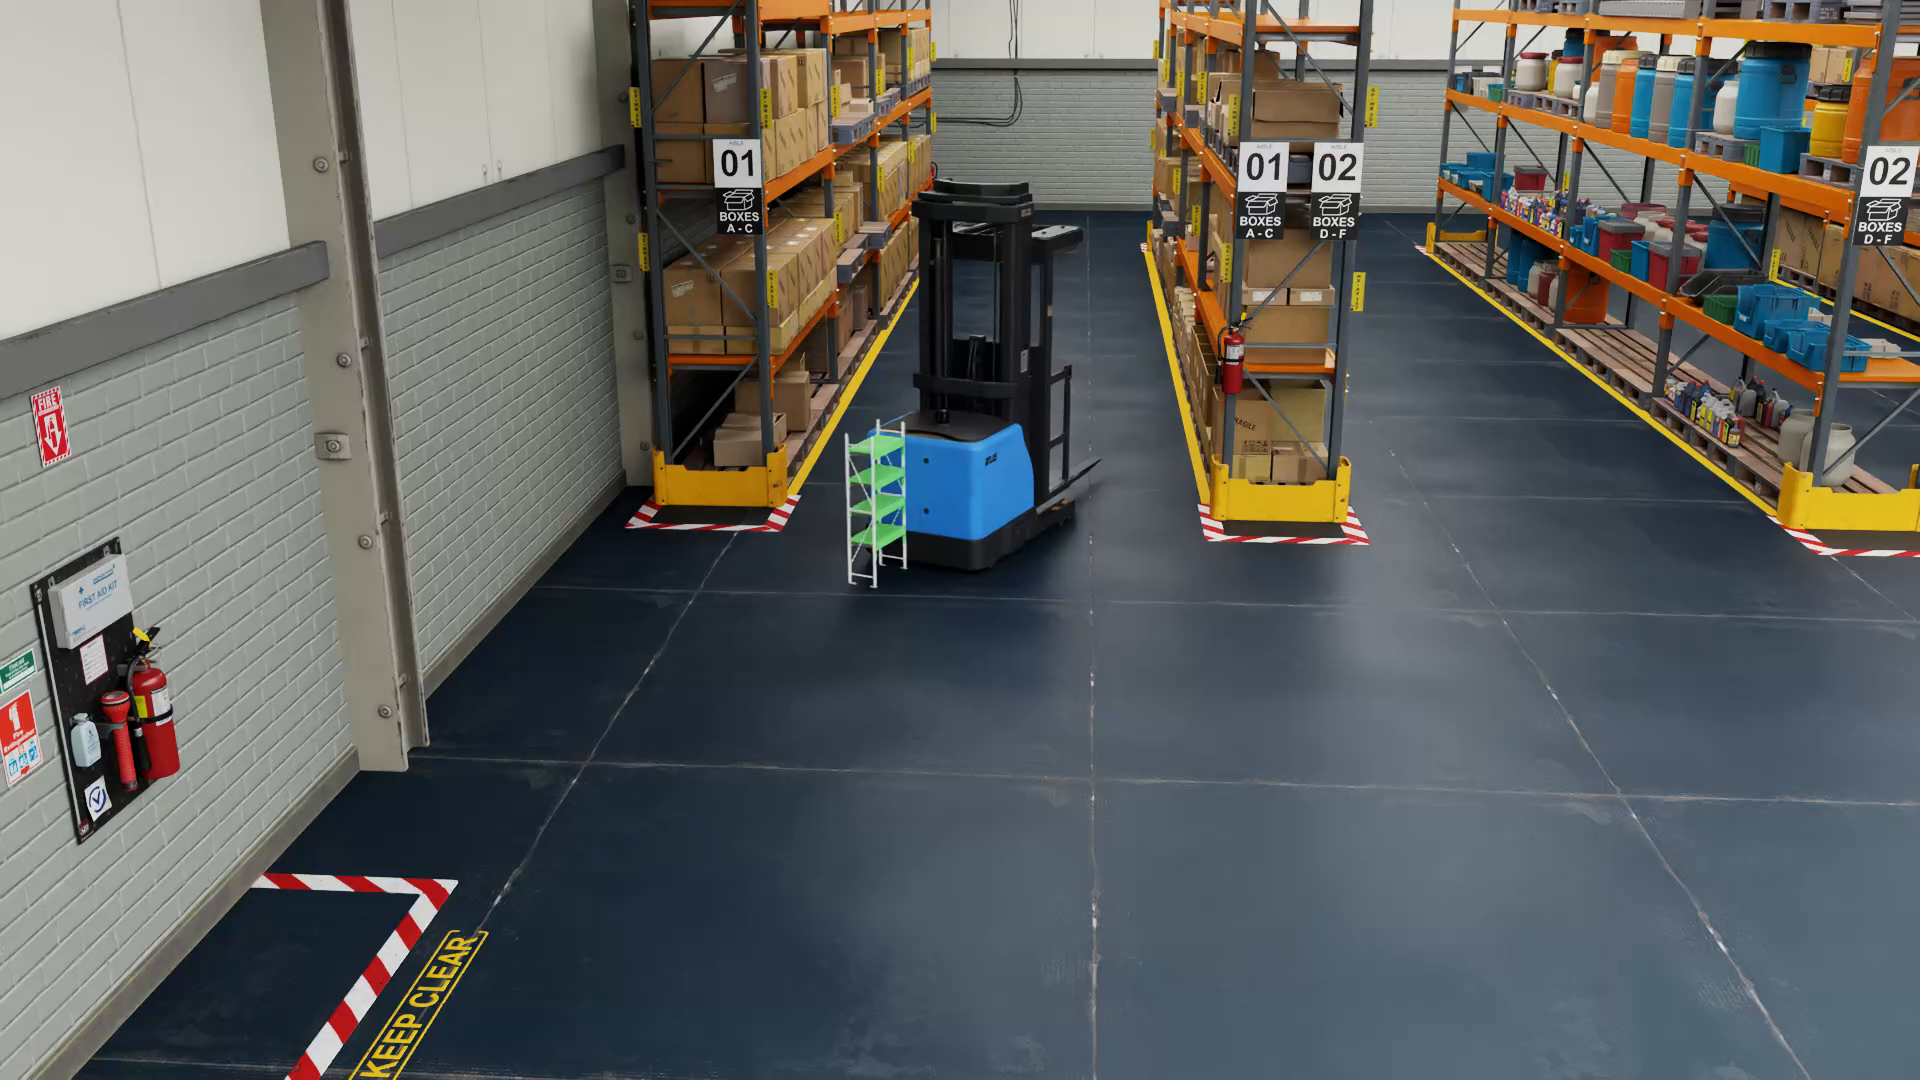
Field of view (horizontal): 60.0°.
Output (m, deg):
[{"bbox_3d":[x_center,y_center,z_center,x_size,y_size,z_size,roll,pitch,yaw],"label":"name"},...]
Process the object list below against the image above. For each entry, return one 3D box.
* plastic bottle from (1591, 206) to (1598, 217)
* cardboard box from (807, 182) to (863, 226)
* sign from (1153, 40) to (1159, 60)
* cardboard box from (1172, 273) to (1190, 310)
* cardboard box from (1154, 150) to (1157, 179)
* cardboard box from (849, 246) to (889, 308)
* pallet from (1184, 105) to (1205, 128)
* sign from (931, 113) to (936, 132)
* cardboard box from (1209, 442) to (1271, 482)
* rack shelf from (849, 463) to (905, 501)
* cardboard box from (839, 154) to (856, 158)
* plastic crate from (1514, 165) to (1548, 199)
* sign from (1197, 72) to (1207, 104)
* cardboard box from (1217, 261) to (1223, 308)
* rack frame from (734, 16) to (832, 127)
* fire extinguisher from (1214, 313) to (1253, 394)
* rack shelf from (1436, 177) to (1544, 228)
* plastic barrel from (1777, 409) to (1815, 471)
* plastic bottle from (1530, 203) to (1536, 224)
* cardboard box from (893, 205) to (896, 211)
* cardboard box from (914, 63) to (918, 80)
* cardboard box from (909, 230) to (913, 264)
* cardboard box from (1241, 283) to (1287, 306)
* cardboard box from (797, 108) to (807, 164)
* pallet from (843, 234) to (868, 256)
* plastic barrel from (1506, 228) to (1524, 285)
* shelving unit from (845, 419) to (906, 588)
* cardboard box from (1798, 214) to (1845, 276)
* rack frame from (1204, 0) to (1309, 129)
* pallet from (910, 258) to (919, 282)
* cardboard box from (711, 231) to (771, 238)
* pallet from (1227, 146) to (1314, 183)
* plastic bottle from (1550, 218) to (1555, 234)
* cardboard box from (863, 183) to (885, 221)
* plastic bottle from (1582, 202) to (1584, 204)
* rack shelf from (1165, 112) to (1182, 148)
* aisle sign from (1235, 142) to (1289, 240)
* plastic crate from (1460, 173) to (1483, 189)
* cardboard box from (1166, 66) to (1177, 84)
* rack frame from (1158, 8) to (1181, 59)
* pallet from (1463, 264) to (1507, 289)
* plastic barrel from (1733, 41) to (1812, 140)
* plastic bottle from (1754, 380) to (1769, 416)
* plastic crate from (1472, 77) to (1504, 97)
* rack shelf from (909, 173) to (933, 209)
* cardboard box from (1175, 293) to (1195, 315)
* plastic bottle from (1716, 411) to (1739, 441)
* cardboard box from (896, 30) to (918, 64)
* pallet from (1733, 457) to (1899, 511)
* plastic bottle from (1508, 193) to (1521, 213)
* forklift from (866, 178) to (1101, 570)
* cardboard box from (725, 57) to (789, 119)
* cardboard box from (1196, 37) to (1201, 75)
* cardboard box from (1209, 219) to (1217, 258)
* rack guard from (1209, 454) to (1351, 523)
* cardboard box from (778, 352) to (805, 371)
[{"bbox_3d":[8.769,-4.480,22.985,0.097,0.271,0.097,0,18,0],"label":"plastic bottle"},{"bbox_3d":[-1.608,-4.352,21.519,0.700,0.500,0.500,-1,18,-3],"label":"cardboard box"},{"bbox_3d":[3.389,-8.469,28.732,0.100,0.325,0.005,1,18,4],"label":"sign"},{"bbox_3d":[3.190,-3.449,22.939,0.500,0.500,0.500,2,18,6],"label":"cardboard box"},{"bbox_3d":[3.636,-6.532,28.880,0.500,0.500,0.500,2,18,5],"label":"cardboard box"},{"bbox_3d":[-1.400,-3.645,23.007,0.750,0.750,0.750,1,18,3],"label":"cardboard box"},{"bbox_3d":[3.398,-5.255,20.629,1.213,0.211,1.003,2,18,6],"label":"pallet"},{"bbox_3d":[-0.470,-7.372,29.365,0.100,0.325,0.005,1,18,4],"label":"sign"},{"bbox_3d":[2.527,-0.713,15.024,0.500,0.250,0.500,1,18,4],"label":"cardboard box"},{"bbox_3d":[-0.647,-0.452,12.805,0.258,0.148,0.480,9,20,25],"label":"rack shelf"},{"bbox_3d":[-1.729,-5.263,23.292,0.500,0.250,0.500,1,18,3],"label":"cardboard box"},{"bbox_3d":[8.898,-5.593,25.976,0.402,0.464,0.583,1,18,4],"label":"plastic crate"},{"bbox_3d":[2.528,-4.719,17.355,0.100,0.325,0.005,1,18,4],"label":"sign"},{"bbox_3d":[3.014,-2.635,16.987,0.700,0.500,0.500,1,18,3],"label":"cardboard box"},{"bbox_3d":[-1.871,-5.850,17.324,1.000,3.000,0.127,1,18,4],"label":"rack frame"},{"bbox_3d":[2.312,-1.584,14.065,0.296,0.674,0.183,1,18,4],"label":"fire extinguisher"},{"bbox_3d":[8.728,-5.542,27.174,1.077,0.370,4.000,1,18,4],"label":"rack shelf"},{"bbox_3d":[7.731,-0.915,15.218,0.421,0.512,0.421,0,18,0],"label":"plastic barrel"},{"bbox_3d":[8.006,-4.554,23.190,0.061,0.283,0.133,1,18,4],"label":"plastic bottle"},{"bbox_3d":[-1.141,-4.946,24.572,0.380,0.149,0.250,1,18,4],"label":"cardboard box"},{"bbox_3d":[-0.934,-7.451,26.435,0.500,0.250,0.500,1,18,3],"label":"cardboard box"},{"bbox_3d":[-1.141,-4.725,26.867,0.700,0.500,0.500,2,18,5],"label":"cardboard box"},{"bbox_3d":[2.621,-2.126,14.391,0.380,0.149,0.250,1,18,3],"label":"cardboard box"},{"bbox_3d":[-1.760,-3.832,15.789,0.500,0.500,0.500,2,18,7],"label":"cardboard box"},{"bbox_3d":[-1.685,-3.534,20.200,1.003,0.211,1.213,1,18,4],"label":"pallet"},{"bbox_3d":[8.528,-4.296,24.913,0.600,0.901,0.708,1,18,4],"label":"plastic barrel"},{"bbox_3d":[-0.646,-0.285,12.861,0.258,1.200,0.503,9,20,25],"label":"shelving unit"},{"bbox_3d":[13.652,-4.545,25.714,0.875,0.875,0.875,1,18,4],"label":"cardboard box"},{"bbox_3d":[3.070,-5.740,16.990,1.000,3.000,0.127,1,18,4],"label":"rack frame"},{"bbox_3d":[-1.165,-4.393,26.990,1.003,0.211,1.213,1,18,4],"label":"pallet"},{"bbox_3d":[-2.195,-2.837,16.768,0.500,0.500,0.500,2,18,5],"label":"cardboard box"},{"bbox_3d":[2.860,-3.250,14.348,1.003,0.211,1.213,1,18,4],"label":"pallet"},{"bbox_3d":[7.951,-4.198,22.237,0.097,0.201,0.097,0,18,0],"label":"plastic bottle"},{"bbox_3d":[-1.294,-4.585,22.427,0.500,0.500,0.500,2,18,6],"label":"cardboard box"},{"bbox_3d":[8.739,-4.611,23.385,0.097,0.271,0.097,0,18,0],"label":"plastic bottle"},{"bbox_3d":[3.501,-5.837,23.256,1.077,0.370,4.000,1,18,4],"label":"rack shelf"},{"bbox_3d":[2.486,-2.869,13.686,0.394,0.787,0.004,1,18,4],"label":"aisle sign"},{"bbox_3d":[8.409,-5.882,27.230,0.416,0.233,0.300,1,18,4],"label":"plastic crate"},{"bbox_3d":[3.408,-7.123,25.465,0.500,0.250,0.500,1,18,4],"label":"cardboard box"},{"bbox_3d":[3.931,-9.467,28.364,1.000,3.000,0.127,1,18,4],"label":"rack frame"},{"bbox_3d":[8.598,-4.167,26.300,1.003,0.211,1.213,1,18,4],"label":"pallet"},{"bbox_3d":[7.833,-4.334,16.037,0.600,0.901,0.708,1,18,4],"label":"plastic barrel"},{"bbox_3d":[8.238,-1.462,17.115,0.144,0.351,0.185,0,18,1],"label":"plastic bottle"},{"bbox_3d":[8.404,-7.192,26.429,0.437,0.282,0.530,1,18,4],"label":"plastic crate"},{"bbox_3d":[-1.154,-5.763,27.849,1.077,0.370,4.000,1,18,4],"label":"rack shelf"},{"bbox_3d":[2.997,-2.972,21.016,0.500,0.311,0.500,1,18,3],"label":"cardboard box"},{"bbox_3d":[7.464,-1.108,16.155,0.152,0.276,0.135,1,18,4],"label":"plastic bottle"},{"bbox_3d":[-0.936,-7.816,26.344,0.500,0.500,0.500,1,18,3],"label":"cardboard box"},{"bbox_3d":[7.746,-0.487,15.071,1.003,0.211,1.213,1,18,4],"label":"pallet"},{"bbox_3d":[8.145,-4.955,24.426,0.152,0.276,0.135,1,18,4],"label":"plastic bottle"},{"bbox_3d":[0.352,-1.574,14.019,1.130,2.935,3.031,9,20,25],"label":"forklift"},{"bbox_3d":[-1.801,-3.983,14.646,0.500,0.500,0.500,1,18,3],"label":"cardboard box"},{"bbox_3d":[3.468,-6.532,22.457,0.500,0.500,0.500,1,18,4],"label":"cardboard box"},{"bbox_3d":[3.215,-3.494,19.610,0.500,0.500,0.500,1,18,4],"label":"cardboard box"},{"bbox_3d":[2.782,-0.452,14.499,1.175,0.500,0.348,1,18,4],"label":"rack guard"},{"bbox_3d":[-1.905,-1.697,17.592,0.500,0.500,0.500,0,18,0],"label":"cardboard box"}]
